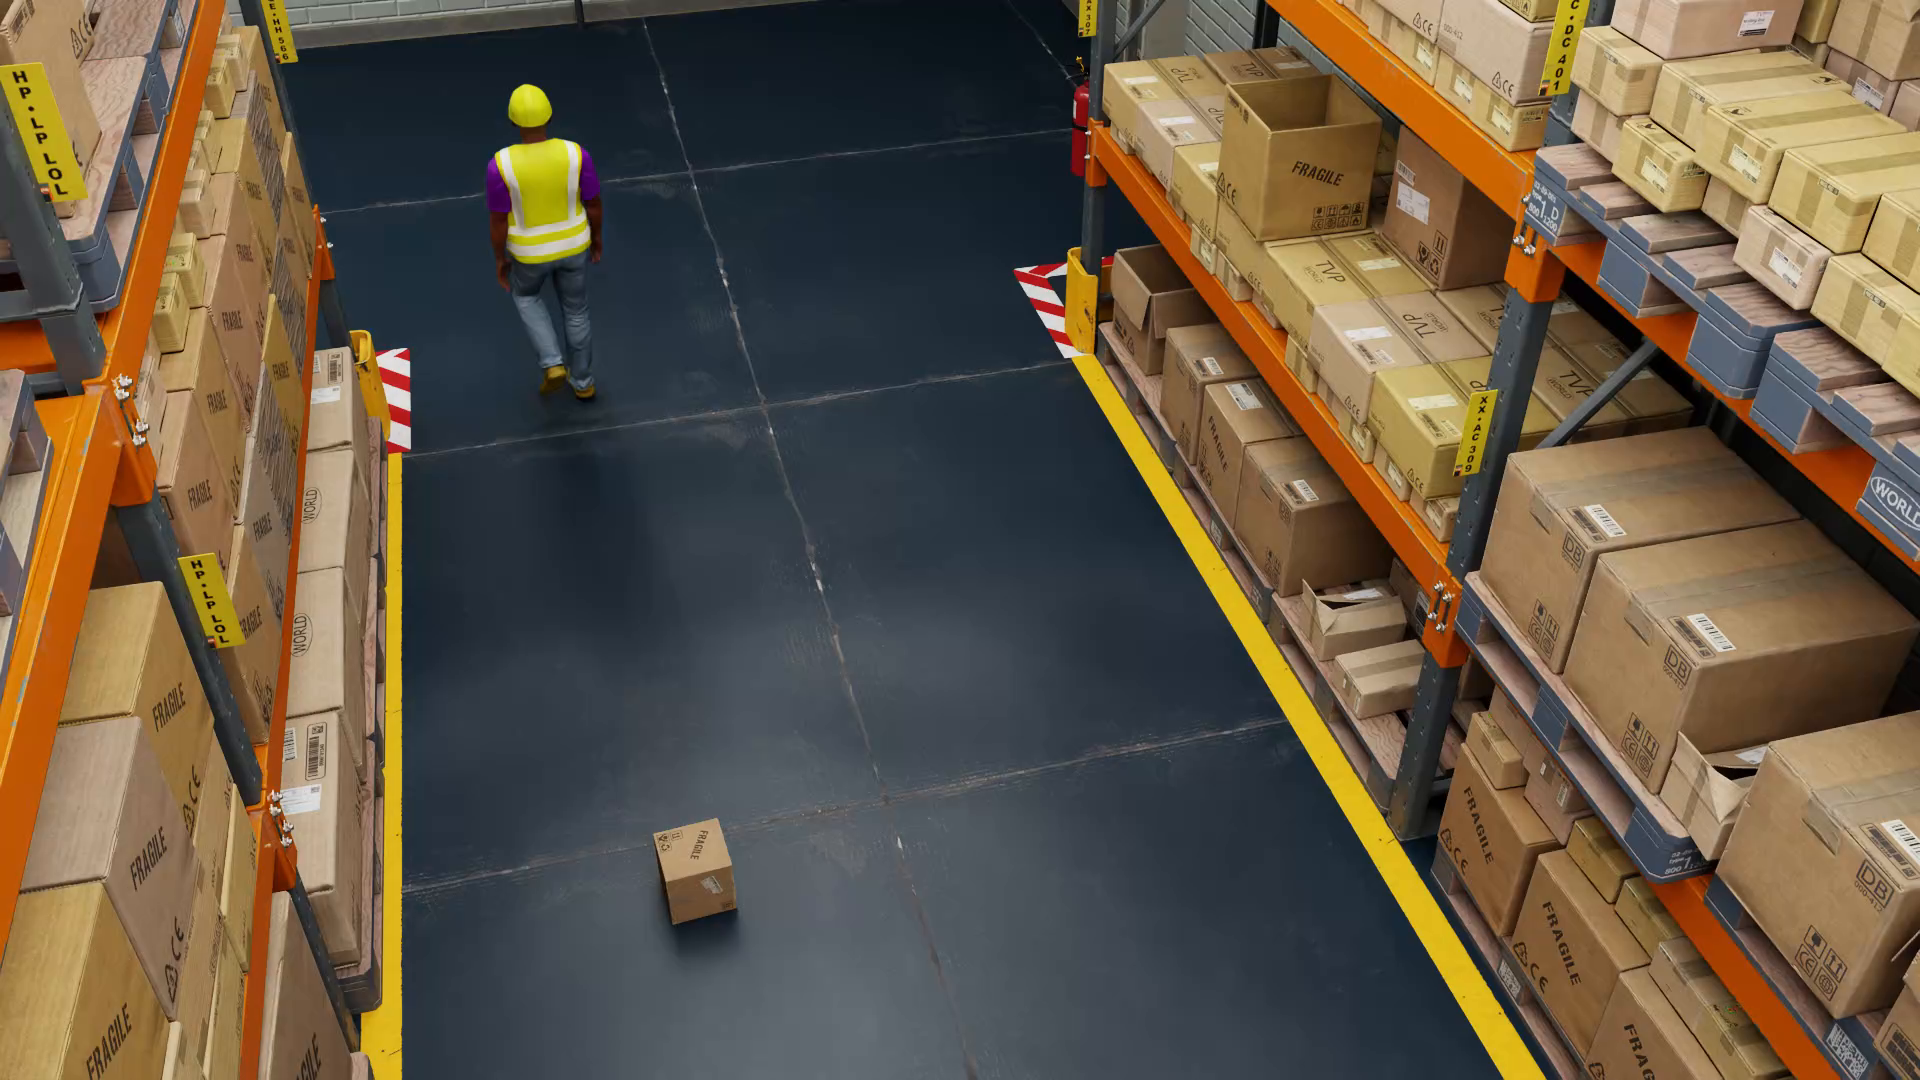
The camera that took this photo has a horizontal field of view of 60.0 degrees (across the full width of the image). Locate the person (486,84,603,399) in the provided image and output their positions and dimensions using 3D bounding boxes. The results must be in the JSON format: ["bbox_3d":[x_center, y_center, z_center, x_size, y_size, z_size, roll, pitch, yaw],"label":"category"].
[{"bbox_3d":[-2.135,-1.538,8.629,0.589,1.769,0.460,-14,40,-17],"label":"person"}]
